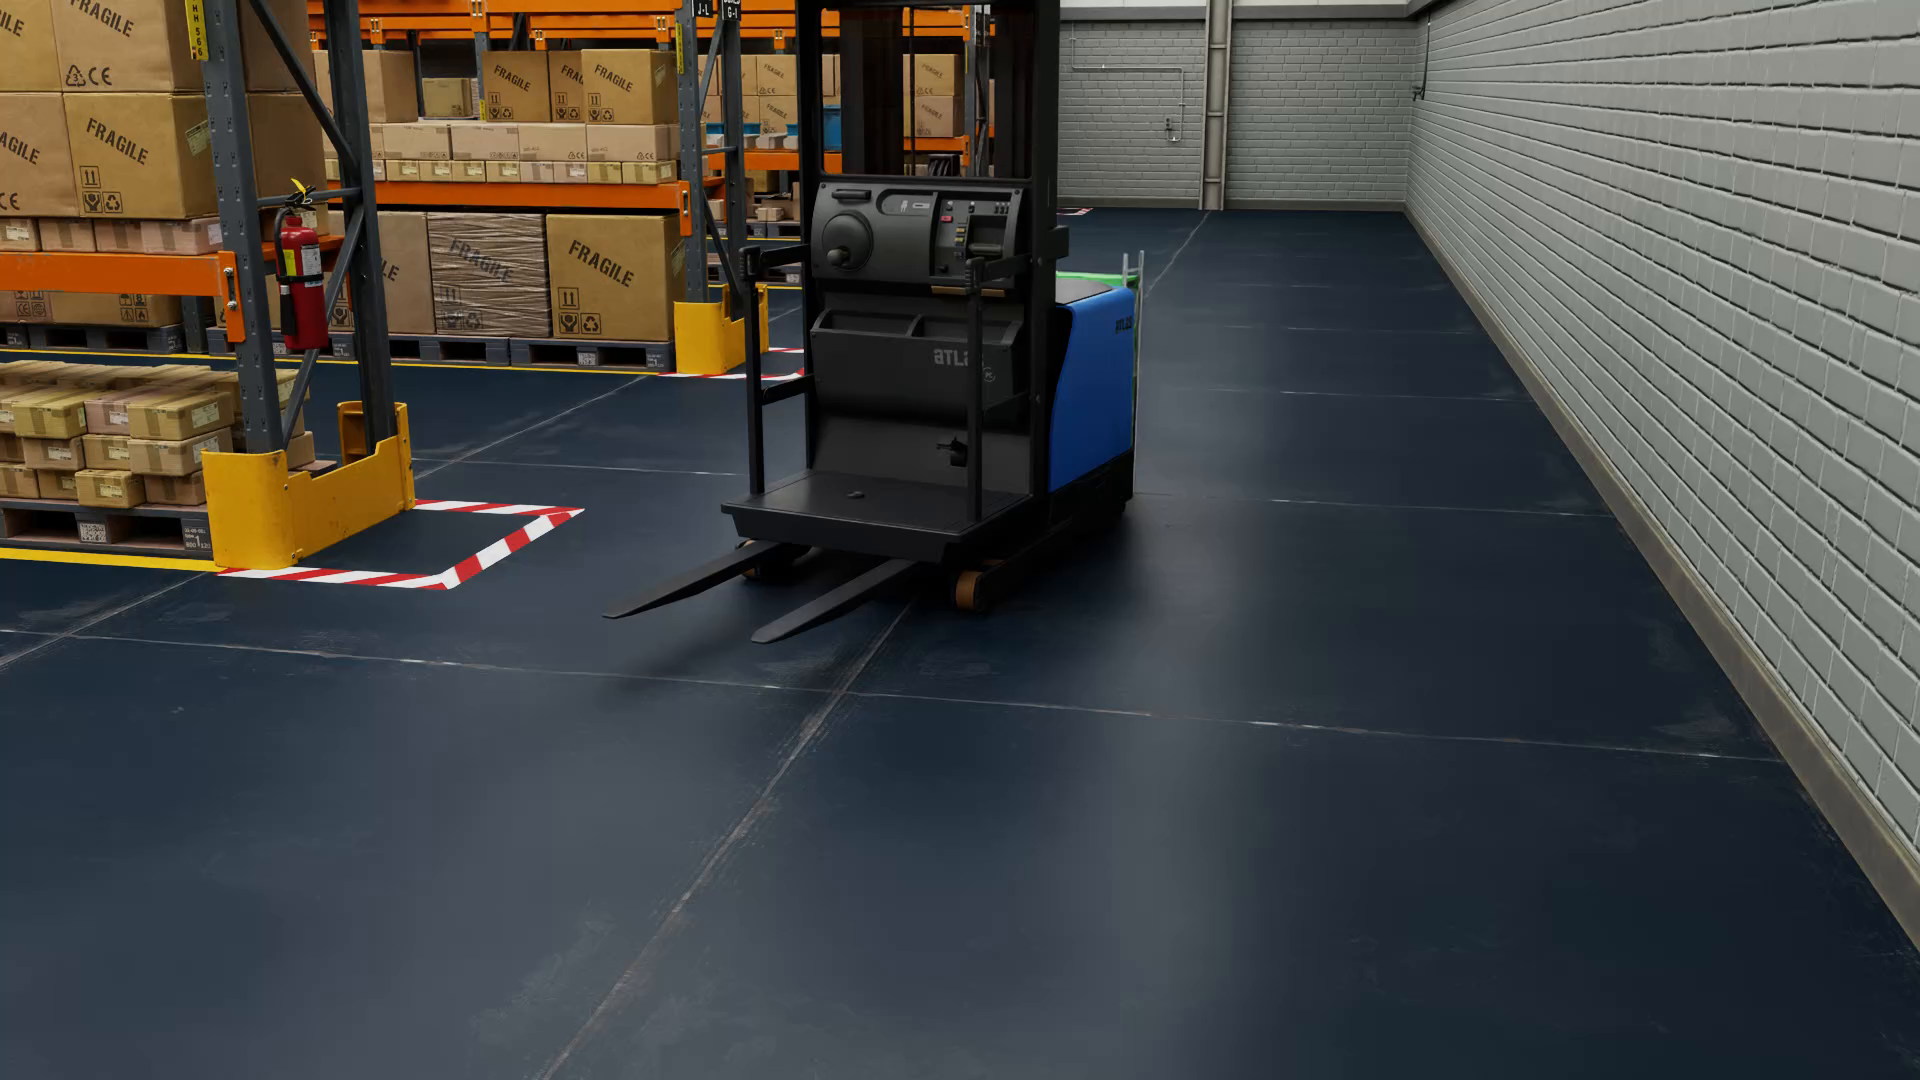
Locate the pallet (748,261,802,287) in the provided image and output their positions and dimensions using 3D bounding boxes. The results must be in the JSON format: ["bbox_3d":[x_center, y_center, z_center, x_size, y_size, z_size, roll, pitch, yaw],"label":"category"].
[{"bbox_3d":[-1.570,-2.770,17.096,1.213,0.211,1.003,3,16,11],"label":"pallet"}]

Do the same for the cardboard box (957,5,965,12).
[{"bbox_3d":[-0.232,-6.822,21.164,0.500,0.250,0.500,3,16,11],"label":"cardboard box"}]

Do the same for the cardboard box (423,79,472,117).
[{"bbox_3d":[-6.979,-6.027,22.658,0.500,0.500,0.700,-2,16,-8],"label":"cardboard box"}]

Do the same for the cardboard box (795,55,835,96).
[{"bbox_3d":[-1.777,-5.917,21.174,0.500,0.500,0.500,4,16,13],"label":"cardboard box"}]

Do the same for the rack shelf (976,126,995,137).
[{"bbox_3d":[-0.755,-6.411,26.364,4.000,0.370,1.077,3,16,11],"label":"rack shelf"}]

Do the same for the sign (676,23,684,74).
[{"bbox_3d":[-1.878,-3.295,11.155,0.005,0.325,0.100,3,16,11],"label":"sign"}]

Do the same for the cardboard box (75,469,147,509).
[{"bbox_3d":[-3.674,-0.261,7.368,0.250,0.149,0.380,4,16,13],"label":"cardboard box"}]

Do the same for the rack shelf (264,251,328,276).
[{"bbox_3d":[-4.804,-1.300,7.647,3.687,0.071,0.831,3,16,11],"label":"rack shelf"}]

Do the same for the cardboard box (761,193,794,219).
[{"bbox_3d":[-2.349,-4.488,22.288,0.500,0.311,0.500,3,16,11],"label":"cardboard box"}]

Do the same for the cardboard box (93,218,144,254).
[{"bbox_3d":[-3.456,-1.317,7.098,0.250,0.149,0.380,3,16,11],"label":"cardboard box"}]

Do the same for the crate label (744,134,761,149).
[{"bbox_3d":[-2.164,-3.985,16.641,0.243,0.136,0.396,3,16,11],"label":"crate label"}]

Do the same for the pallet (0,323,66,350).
[{"bbox_3d":[-7.647,-1.718,13.300,1.213,0.211,1.003,3,16,11],"label":"pallet"}]

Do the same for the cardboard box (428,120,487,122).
[{"bbox_3d":[-9.311,-4.769,18.344,13.767,0.500,10.544,3,16,10],"label":"cardboard box"}]

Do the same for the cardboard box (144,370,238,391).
[{"bbox_3d":[-3.584,-0.687,7.792,0.250,0.149,0.380,3,16,12],"label":"cardboard box"}]

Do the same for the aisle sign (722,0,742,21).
[{"bbox_3d":[-1.626,-4.091,11.773,0.004,0.787,0.394,3,16,11],"label":"aisle sign"}]

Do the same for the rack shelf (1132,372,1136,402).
[{"bbox_3d":[0.601,-0.758,8.202,0.480,0.148,0.258,7,15,25],"label":"rack shelf"}]

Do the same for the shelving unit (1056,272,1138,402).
[{"bbox_3d":[0.598,-0.821,8.189,0.487,1.046,0.258,7,15,25],"label":"shelving unit"}]

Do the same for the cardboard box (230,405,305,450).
[{"bbox_3d":[-6.212,-0.714,8.348,6.161,0.500,0.689,4,16,13],"label":"cardboard box"}]

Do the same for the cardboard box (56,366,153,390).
[{"bbox_3d":[-4.065,-0.725,7.931,0.250,0.149,0.380,2,16,8],"label":"cardboard box"}]

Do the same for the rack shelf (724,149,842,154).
[{"bbox_3d":[-2.729,-3.948,16.973,3.809,0.052,0.919,3,16,11],"label":"rack shelf"}]

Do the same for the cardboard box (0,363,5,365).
[{"bbox_3d":[-4.849,-0.757,8.045,0.250,0.149,0.380,3,16,11],"label":"cardboard box"}]

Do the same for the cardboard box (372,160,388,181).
[{"bbox_3d":[-4.182,-2.684,12.033,0.250,0.149,0.380,3,16,12],"label":"cardboard box"}]

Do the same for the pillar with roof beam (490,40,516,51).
[{"bbox_3d":[-8.594,-9.137,23.621,0.400,9.000,9.100,3,16,11],"label":"pillar with roof beam"}]

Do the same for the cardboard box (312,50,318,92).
[{"bbox_3d":[-4.777,-3.289,12.064,0.500,0.500,0.500,3,16,11],"label":"cardboard box"}]

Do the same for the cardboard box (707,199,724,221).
[{"bbox_3d":[-3.330,-4.405,21.989,0.500,0.311,0.500,3,16,11],"label":"cardboard box"}]

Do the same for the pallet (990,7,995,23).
[{"bbox_3d":[0.476,-8.091,25.628,1.213,0.211,1.003,3,16,11],"label":"pallet"}]

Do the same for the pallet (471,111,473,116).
[{"bbox_3d":[-7.354,-6.994,27.482,1.003,0.211,1.213,3,16,11],"label":"pallet"}]

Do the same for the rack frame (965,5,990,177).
[{"bbox_3d":[0.221,-5.355,21.205,0.127,3.000,1.000,3,16,11],"label":"rack frame"}]

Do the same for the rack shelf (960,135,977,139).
[{"bbox_3d":[-1.739,-5.243,21.650,3.809,0.052,0.919,3,16,11],"label":"rack shelf"}]

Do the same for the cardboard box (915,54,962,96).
[{"bbox_3d":[-0.270,-5.837,20.884,0.500,0.500,0.500,3,16,11],"label":"cardboard box"}]

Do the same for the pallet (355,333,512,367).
[{"bbox_3d":[-3.748,-1.508,12.539,1.213,0.211,1.003,3,16,11],"label":"pallet"}]

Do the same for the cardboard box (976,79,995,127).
[{"bbox_3d":[0.703,-6.820,25.933,0.700,0.700,0.980,4,16,14],"label":"cardboard box"}]

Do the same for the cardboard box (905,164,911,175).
[{"bbox_3d":[-1.009,-5.740,26.489,0.500,0.500,0.700,3,16,12],"label":"cardboard box"}]

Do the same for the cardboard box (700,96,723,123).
[{"bbox_3d":[-3.253,-5.518,21.605,0.500,0.500,0.500,4,16,13],"label":"cardboard box"}]

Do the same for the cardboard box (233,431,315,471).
[{"bbox_3d":[-3.294,-0.412,7.914,0.250,0.149,0.380,3,16,12],"label":"cardboard box"}]

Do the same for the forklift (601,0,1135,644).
[{"bbox_3d":[-0.273,-1.263,6.561,1.130,2.935,3.031,7,17,25],"label":"forklift"}]

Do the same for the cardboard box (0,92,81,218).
[{"bbox_3d":[-3.839,-1.649,7.080,0.500,0.500,0.500,3,16,10],"label":"cardboard box"}]

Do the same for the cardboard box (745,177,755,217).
[{"bbox_3d":[-3.084,-4.619,22.407,0.500,0.500,0.500,3,16,11],"label":"cardboard box"}]

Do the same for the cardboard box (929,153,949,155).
[{"bbox_3d":[-0.330,-6.072,26.473,0.250,0.149,0.380,3,16,12],"label":"cardboard box"}]

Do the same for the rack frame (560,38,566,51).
[{"bbox_3d":[-6.636,-7.076,27.417,0.053,2.616,0.949,3,16,11],"label":"rack frame"}]

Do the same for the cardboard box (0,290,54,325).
[{"bbox_3d":[-7.183,-2.231,13.121,0.875,0.875,1.225,3,16,9],"label":"cardboard box"}]

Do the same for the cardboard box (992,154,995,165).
[{"bbox_3d":[0.661,-6.018,26.280,0.250,0.149,0.380,3,16,11],"label":"cardboard box"}]
